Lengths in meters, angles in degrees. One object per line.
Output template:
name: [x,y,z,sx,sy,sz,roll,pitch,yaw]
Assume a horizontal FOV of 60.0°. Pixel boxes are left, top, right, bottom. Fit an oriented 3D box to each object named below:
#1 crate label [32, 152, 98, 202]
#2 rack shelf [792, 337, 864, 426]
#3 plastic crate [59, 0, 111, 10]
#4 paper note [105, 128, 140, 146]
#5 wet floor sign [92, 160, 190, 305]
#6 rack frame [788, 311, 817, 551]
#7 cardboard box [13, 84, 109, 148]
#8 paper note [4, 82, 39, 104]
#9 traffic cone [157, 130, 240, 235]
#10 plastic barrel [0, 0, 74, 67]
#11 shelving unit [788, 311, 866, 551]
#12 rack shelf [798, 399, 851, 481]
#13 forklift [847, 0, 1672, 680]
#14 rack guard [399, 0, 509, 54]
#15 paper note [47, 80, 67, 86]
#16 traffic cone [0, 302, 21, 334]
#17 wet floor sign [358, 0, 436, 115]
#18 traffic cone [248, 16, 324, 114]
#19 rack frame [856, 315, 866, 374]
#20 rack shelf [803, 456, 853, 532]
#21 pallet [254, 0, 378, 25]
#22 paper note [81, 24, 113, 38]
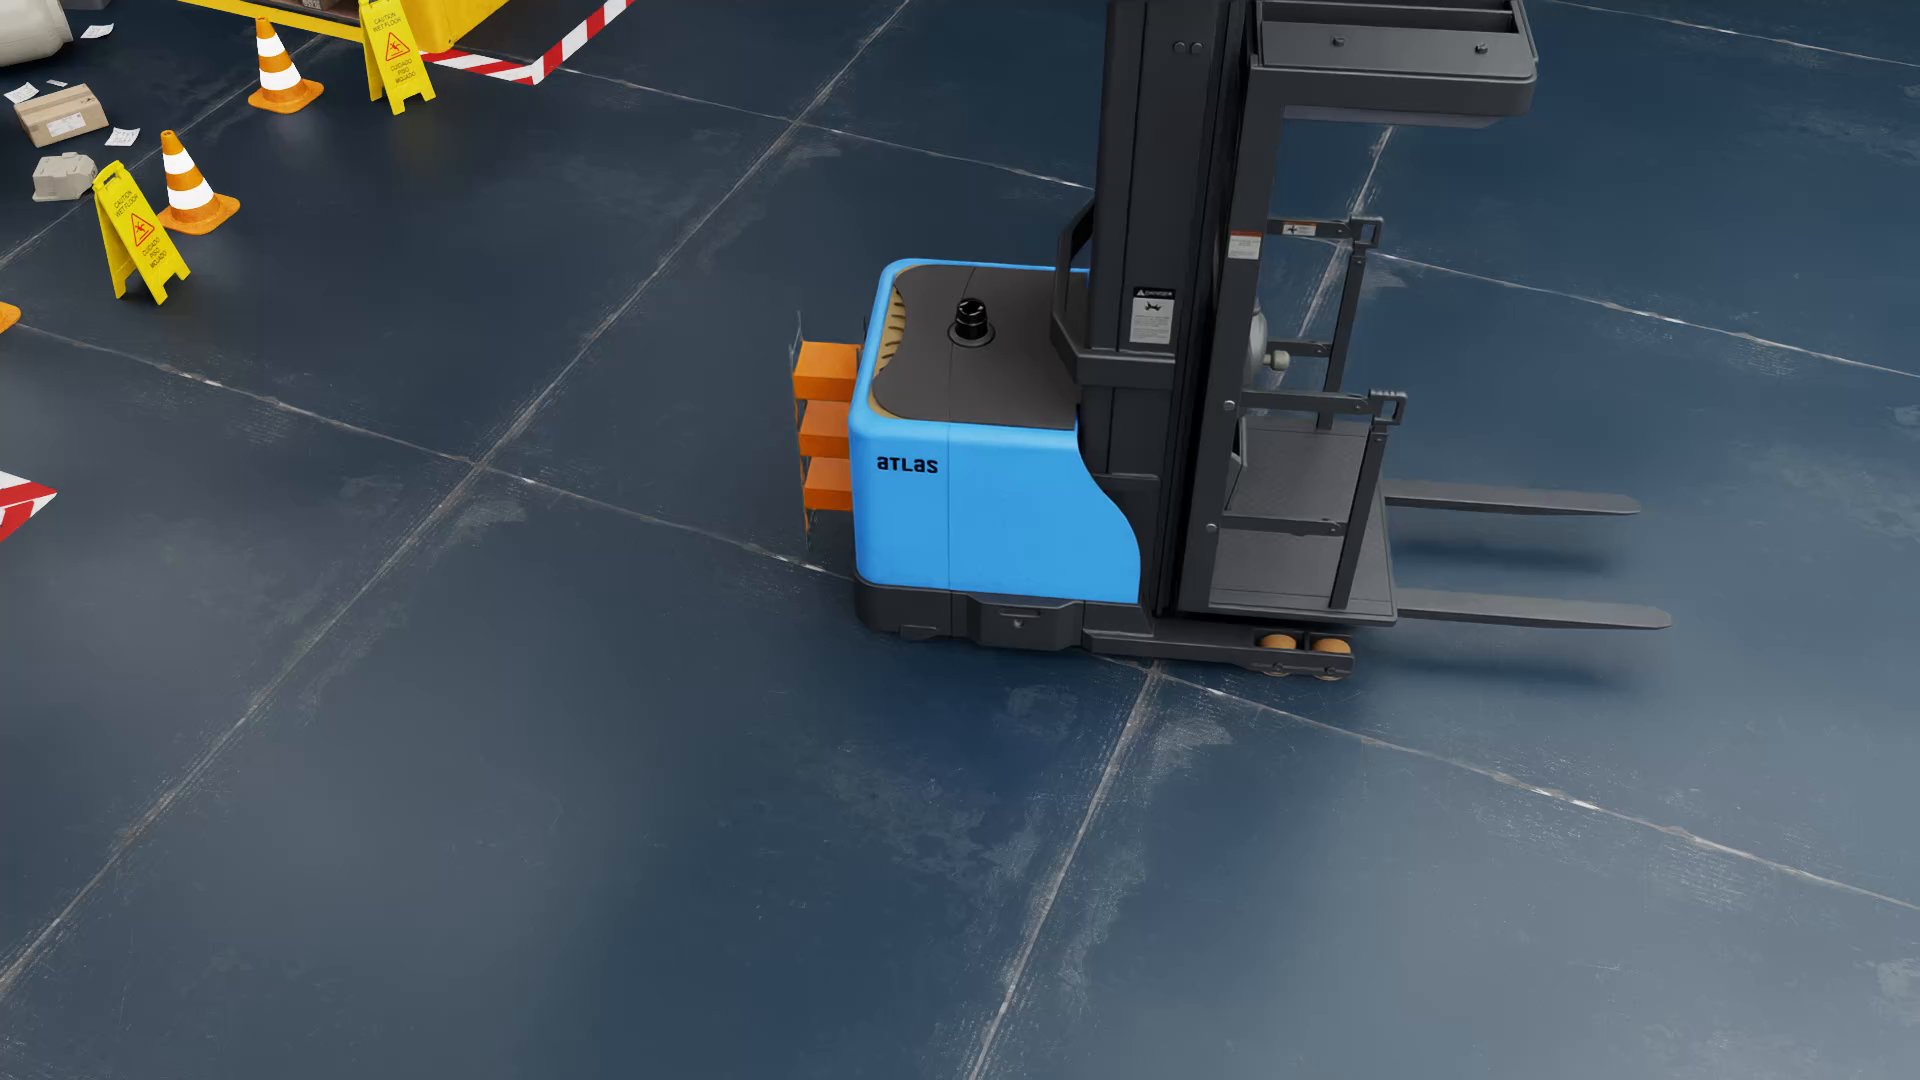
crate label: [-4.600,-1.872,8.535,0.298,0.136,0.250,-5,45,-5]
rack shelf: [-0.481,-0.584,6.206,0.240,0.259,0.215,4,45,4]
plastic crate: [-5.402,-3.343,10.053,0.583,0.080,0.402,2,45,2]
paper note: [-4.482,-2.160,8.900,0.142,0.019,0.148,2,45,2]
wet floor sign: [-3.867,-1.449,7.748,0.232,0.644,0.267,9,46,9]
rack frame: [-0.603,-0.400,6.407,0.008,1.050,0.200,4,45,4]
cardboard box: [-4.830,-2.282,8.938,0.380,0.149,0.250,-28,51,-25]
paper note: [-5.209,-2.485,9.234,0.142,0.019,0.148,33,54,29]
traffic cone: [-3.851,-1.815,8.246,0.334,0.463,0.336,16,47,16]
plastic barrel: [-5.333,-2.914,9.379,0.512,0.421,0.421,-20,48,-19]
shelving unit: [-0.481,-0.391,6.398,0.252,1.050,0.215,4,45,4]
rack shelf: [-0.481,-0.383,6.406,0.240,0.259,0.215,4,45,4]
forklift: [1.151,-0.911,5.588,3.031,2.935,1.130,4,45,4]
rack guard: [-2.914,-3.386,9.799,0.348,0.500,1.175,16,47,16]
paper note: [-5.059,-2.560,9.316,0.123,0.001,0.032,16,47,16]
traffic cone: [-4.600,-1.171,7.599,0.334,0.463,0.336,16,47,16]
wet floor sign: [-3.080,-2.669,8.975,0.232,0.644,0.267,33,54,29]
traffic cone: [-3.737,-2.630,9.065,0.334,0.463,0.336,16,47,16]
rack frame: [-0.360,-0.382,6.390,0.008,1.050,0.200,4,45,4]
rack shelf: [-0.481,-0.186,6.602,0.240,0.259,0.215,4,45,4]
pallet: [-3.650,-3.528,10.146,1.213,0.211,1.003,16,47,16]
paper note: [-5.044,-2.980,9.723,0.148,0.019,0.142,2,45,2]
